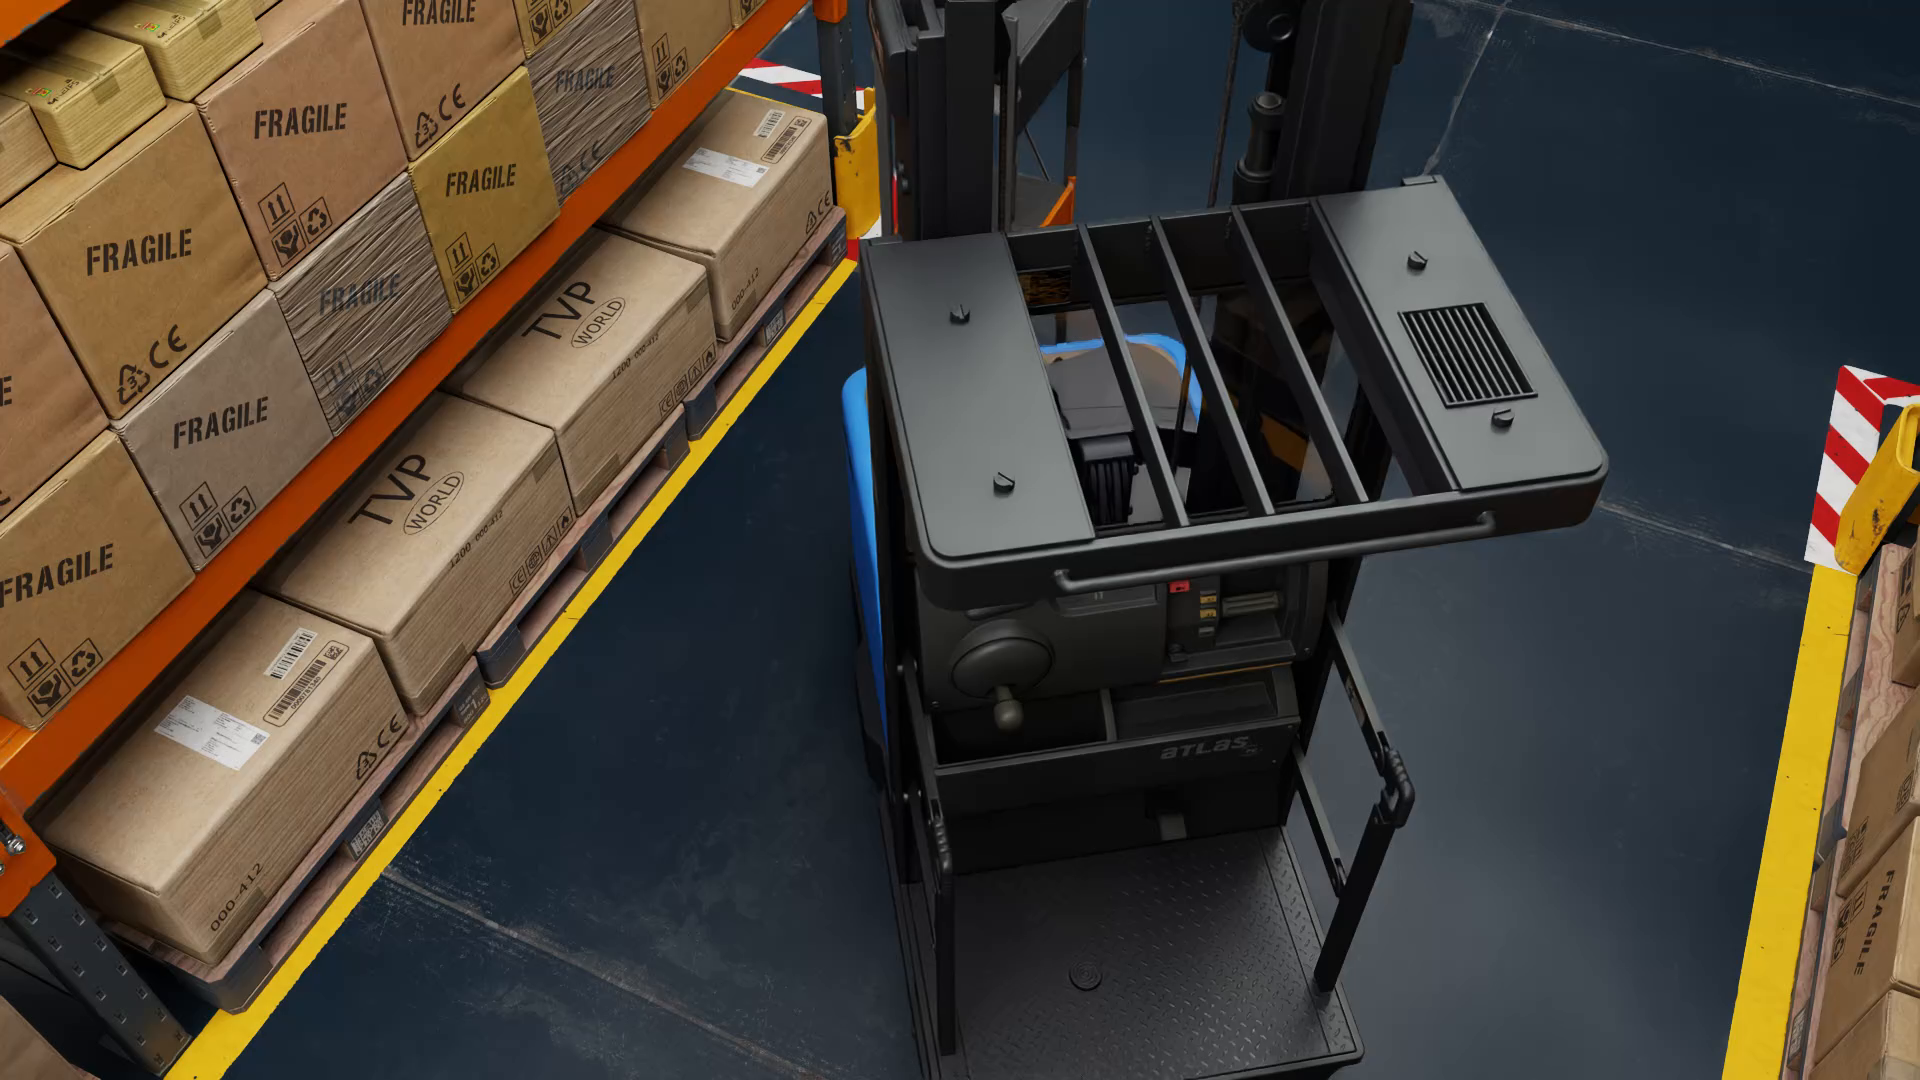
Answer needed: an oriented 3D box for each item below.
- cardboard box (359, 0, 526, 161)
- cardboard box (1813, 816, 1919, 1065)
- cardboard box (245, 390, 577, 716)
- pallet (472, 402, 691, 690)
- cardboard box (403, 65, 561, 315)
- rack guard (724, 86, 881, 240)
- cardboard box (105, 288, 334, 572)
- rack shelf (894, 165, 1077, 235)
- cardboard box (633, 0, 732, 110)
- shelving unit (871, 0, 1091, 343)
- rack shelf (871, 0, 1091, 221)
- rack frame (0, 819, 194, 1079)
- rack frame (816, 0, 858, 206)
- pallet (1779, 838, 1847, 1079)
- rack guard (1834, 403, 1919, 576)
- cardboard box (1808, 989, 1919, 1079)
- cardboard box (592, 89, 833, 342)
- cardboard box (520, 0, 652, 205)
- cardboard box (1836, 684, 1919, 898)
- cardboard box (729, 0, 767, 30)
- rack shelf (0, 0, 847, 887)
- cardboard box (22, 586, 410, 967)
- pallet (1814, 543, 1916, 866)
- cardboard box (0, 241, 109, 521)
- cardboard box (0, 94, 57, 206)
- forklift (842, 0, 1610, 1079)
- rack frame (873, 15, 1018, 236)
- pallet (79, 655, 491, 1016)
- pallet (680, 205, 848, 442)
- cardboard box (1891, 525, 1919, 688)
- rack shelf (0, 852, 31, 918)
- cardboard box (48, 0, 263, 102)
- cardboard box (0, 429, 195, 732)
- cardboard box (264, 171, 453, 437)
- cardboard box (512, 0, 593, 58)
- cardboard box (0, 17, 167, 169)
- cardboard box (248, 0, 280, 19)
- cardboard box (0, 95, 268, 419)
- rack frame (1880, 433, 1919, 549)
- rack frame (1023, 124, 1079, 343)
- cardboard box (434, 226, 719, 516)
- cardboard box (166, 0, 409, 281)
[{"bbox_3d":[-1.499,-1.364,4.219,0.500,0.500,0.500,19,52,16],"label":"cardboard box"},{"bbox_3d":[2.545,1.112,4.200,0.500,0.500,0.500,21,53,17],"label":"cardboard box"},{"bbox_3d":[-1.842,-0.037,5.219,0.875,0.438,0.875,18,52,15],"label":"cardboard box"},{"bbox_3d":[-1.674,-0.155,5.743,1.003,0.211,1.213,20,52,16],"label":"pallet"},{"bbox_3d":[-1.495,-1.028,4.590,0.500,0.500,0.500,21,53,17],"label":"cardboard box"},{"bbox_3d":[-0.870,-1.678,6.850,1.175,0.500,0.348,20,52,16],"label":"rack guard"},{"bbox_3d":[-1.933,-0.333,3.998,0.500,0.500,0.500,20,53,16],"label":"cardboard box"},{"bbox_3d":[0.061,-0.819,5.086,0.431,0.518,0.480,19,52,16],"label":"rack shelf"},{"bbox_3d":[-1.075,-1.745,5.200,0.500,0.500,0.500,19,52,15],"label":"cardboard box"},{"bbox_3d":[0.061,-0.828,5.076,0.431,2.100,0.503,19,52,16],"label":"shelving unit"},{"bbox_3d":[0.061,-1.273,4.553,0.431,0.518,0.480,19,52,16],"label":"rack shelf"},{"bbox_3d":[-2.589,0.282,3.540,1.000,3.000,0.127,20,52,16],"label":"rack frame"},{"bbox_3d":[-0.880,-2.472,5.884,1.000,3.000,0.127,20,52,16],"label":"rack frame"},{"bbox_3d":[2.714,1.483,4.350,1.003,0.211,1.213,20,52,16],"label":"pallet"},{"bbox_3d":[3.577,0.003,5.419,1.175,0.500,0.348,20,52,16],"label":"rack guard"},{"bbox_3d":[2.418,1.496,3.873,0.700,0.500,0.500,18,52,15],"label":"cardboard box"},{"bbox_3d":[-1.072,-1.291,6.285,0.875,0.438,0.875,18,52,15],"label":"cardboard box"},{"bbox_3d":[-1.286,-1.388,4.896,0.500,0.500,0.500,21,53,17],"label":"cardboard box"},{"bbox_3d":[2.862,0.781,4.482,0.700,0.500,0.500,22,53,18],"label":"cardboard box"},{"bbox_3d":[-0.847,-2.086,5.490,0.500,0.500,0.500,20,53,16],"label":"cardboard box"},{"bbox_3d":[-1.735,-0.862,4.986,1.077,0.370,4.000,20,52,16],"label":"rack shelf"},{"bbox_3d":[-2.224,0.579,4.694,0.875,0.438,0.875,19,52,16],"label":"cardboard box"},{"bbox_3d":[3.237,0.646,5.062,1.003,0.211,1.213,20,52,16],"label":"pallet"},{"bbox_3d":[-2.167,-0.323,3.333,0.500,0.500,0.500,20,53,16],"label":"cardboard box"},{"bbox_3d":[-2.054,-0.789,3.303,0.380,0.149,0.250,19,52,16],"label":"cardboard box"},{"bbox_3d":[0.406,0.294,3.576,1.130,2.935,3.031,-8,50,-6],"label":"forklift"},{"bbox_3d":[-0.041,-0.659,4.932,0.400,2.100,0.015,19,52,16],"label":"rack frame"},{"bbox_3d":[-2.194,0.688,5.026,1.003,0.211,1.213,20,52,16],"label":"pallet"},{"bbox_3d":[-1.151,-0.992,6.456,1.003,0.211,1.213,20,52,16],"label":"pallet"},{"bbox_3d":[3.262,0.204,4.970,0.797,0.503,0.637,18,52,15],"label":"cardboard box"},{"bbox_3d":[-3.444,1.893,2.642,1.077,0.370,4.000,20,52,16],"label":"rack shelf"},{"bbox_3d":[-1.753,-1.113,3.580,0.380,0.149,0.250,18,52,15],"label":"cardboard box"},{"bbox_3d":[-2.152,0.012,3.704,0.500,0.500,0.500,21,53,17],"label":"cardboard box"},{"bbox_3d":[-1.715,-0.673,4.288,0.500,0.500,0.500,20,53,16],"label":"cardboard box"},{"bbox_3d":[-1.282,-1.710,4.513,0.500,0.500,0.500,20,52,16],"label":"cardboard box"},{"bbox_3d":[-1.892,-0.940,3.432,0.380,0.149,0.250,19,52,16],"label":"cardboard box"},{"bbox_3d":[-1.719,-1.313,3.750,0.380,0.149,0.250,20,52,16],"label":"cardboard box"},{"bbox_3d":[-1.946,-0.669,3.627,0.500,0.500,0.500,19,52,16],"label":"cardboard box"},{"bbox_3d":[3.609,-0.859,4.512,1.000,3.000,0.127,20,52,16],"label":"rack frame"},{"bbox_3d":[0.163,-0.997,5.219,0.400,2.100,0.015,19,52,16],"label":"rack frame"},{"bbox_3d":[-1.455,-0.658,5.747,0.875,0.438,0.875,21,53,17],"label":"cardboard box"},{"bbox_3d":[-1.716,-1.018,3.924,0.500,0.500,0.500,21,53,17],"label":"cardboard box"}]
